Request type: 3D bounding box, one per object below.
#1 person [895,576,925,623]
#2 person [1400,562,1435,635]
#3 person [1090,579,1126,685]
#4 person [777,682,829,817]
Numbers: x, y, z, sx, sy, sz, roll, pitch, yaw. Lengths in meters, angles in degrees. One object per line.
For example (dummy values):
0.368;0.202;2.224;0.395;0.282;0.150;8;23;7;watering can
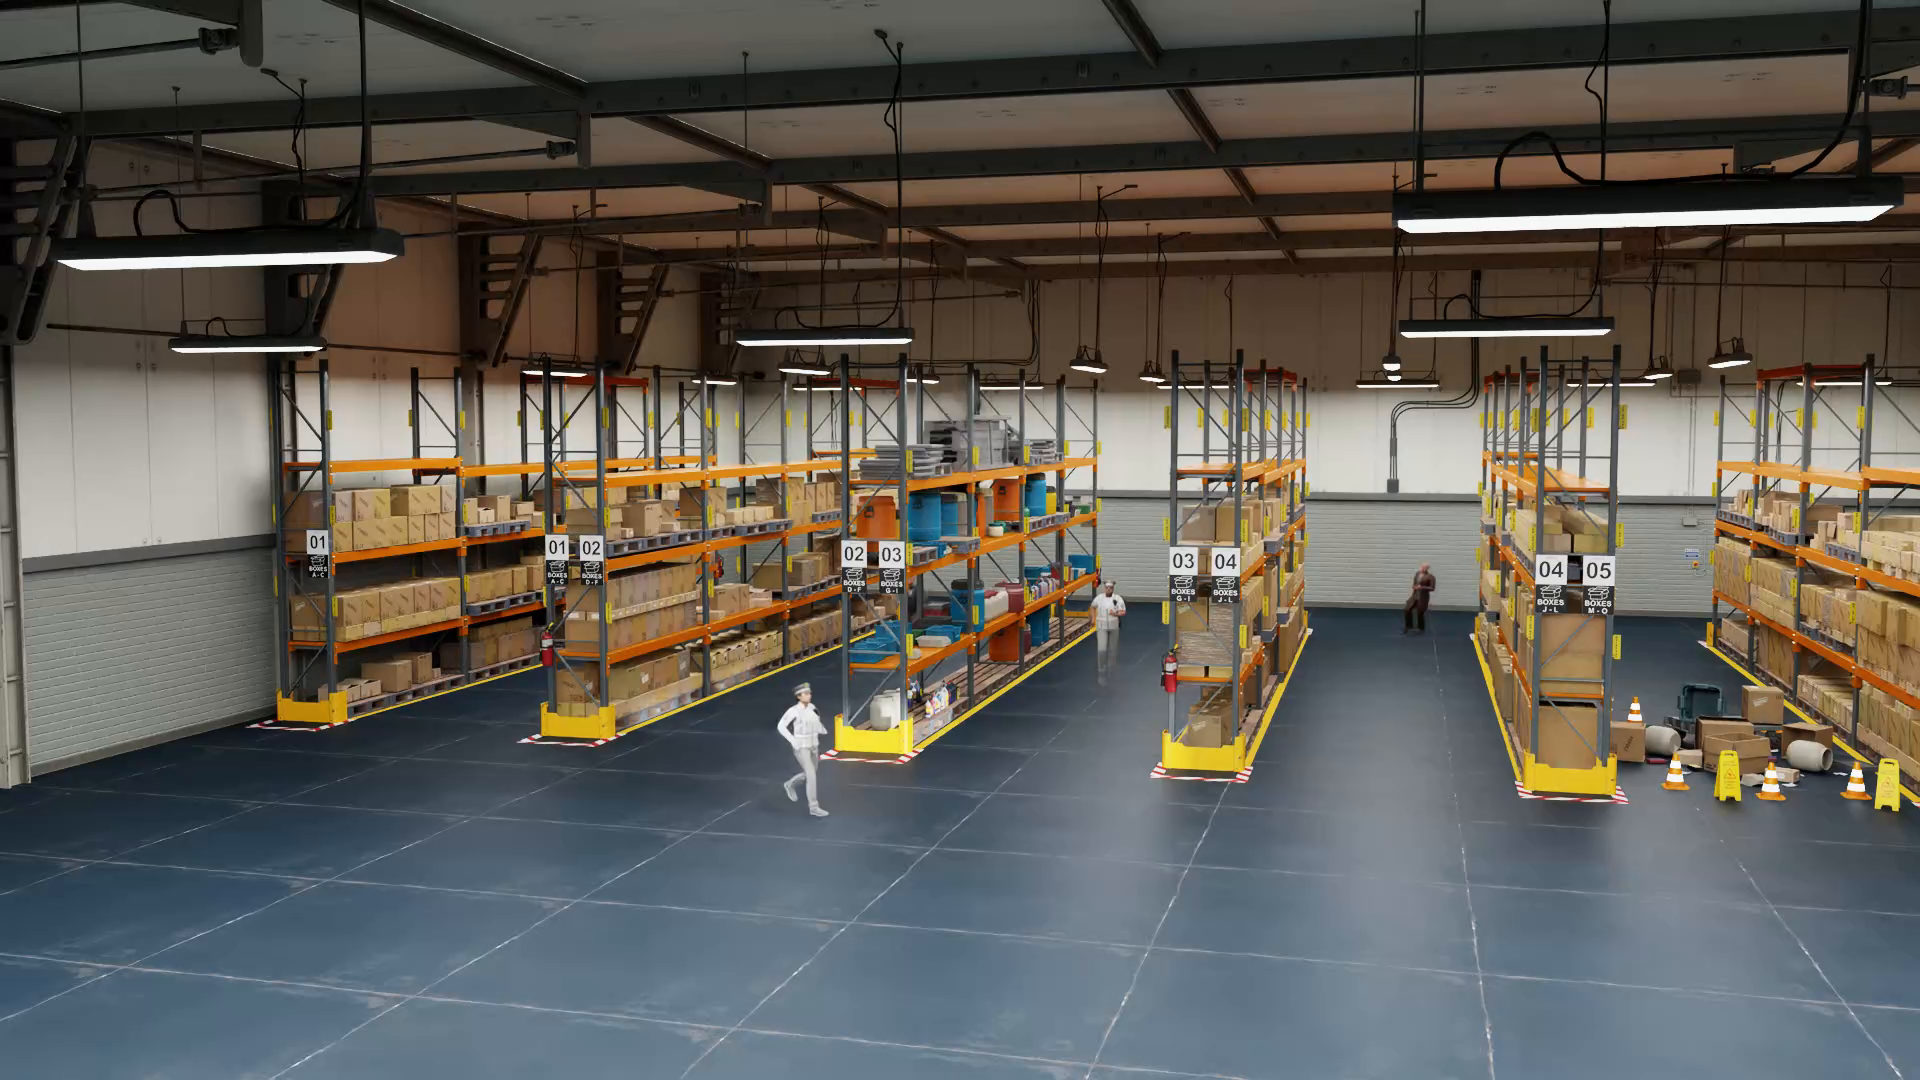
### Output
-1.077;1.599;35.750;0.661;1.692;0.733;0;4;-2;person
10.722;1.365;38.704;0.771;1.742;0.818;-3;5;-40;person
2.709;1.678;30.420;0.631;1.906;0.746;0;4;3;person
-1.985;2.637;21.172;0.849;1.667;0.625;3;5;40;person
